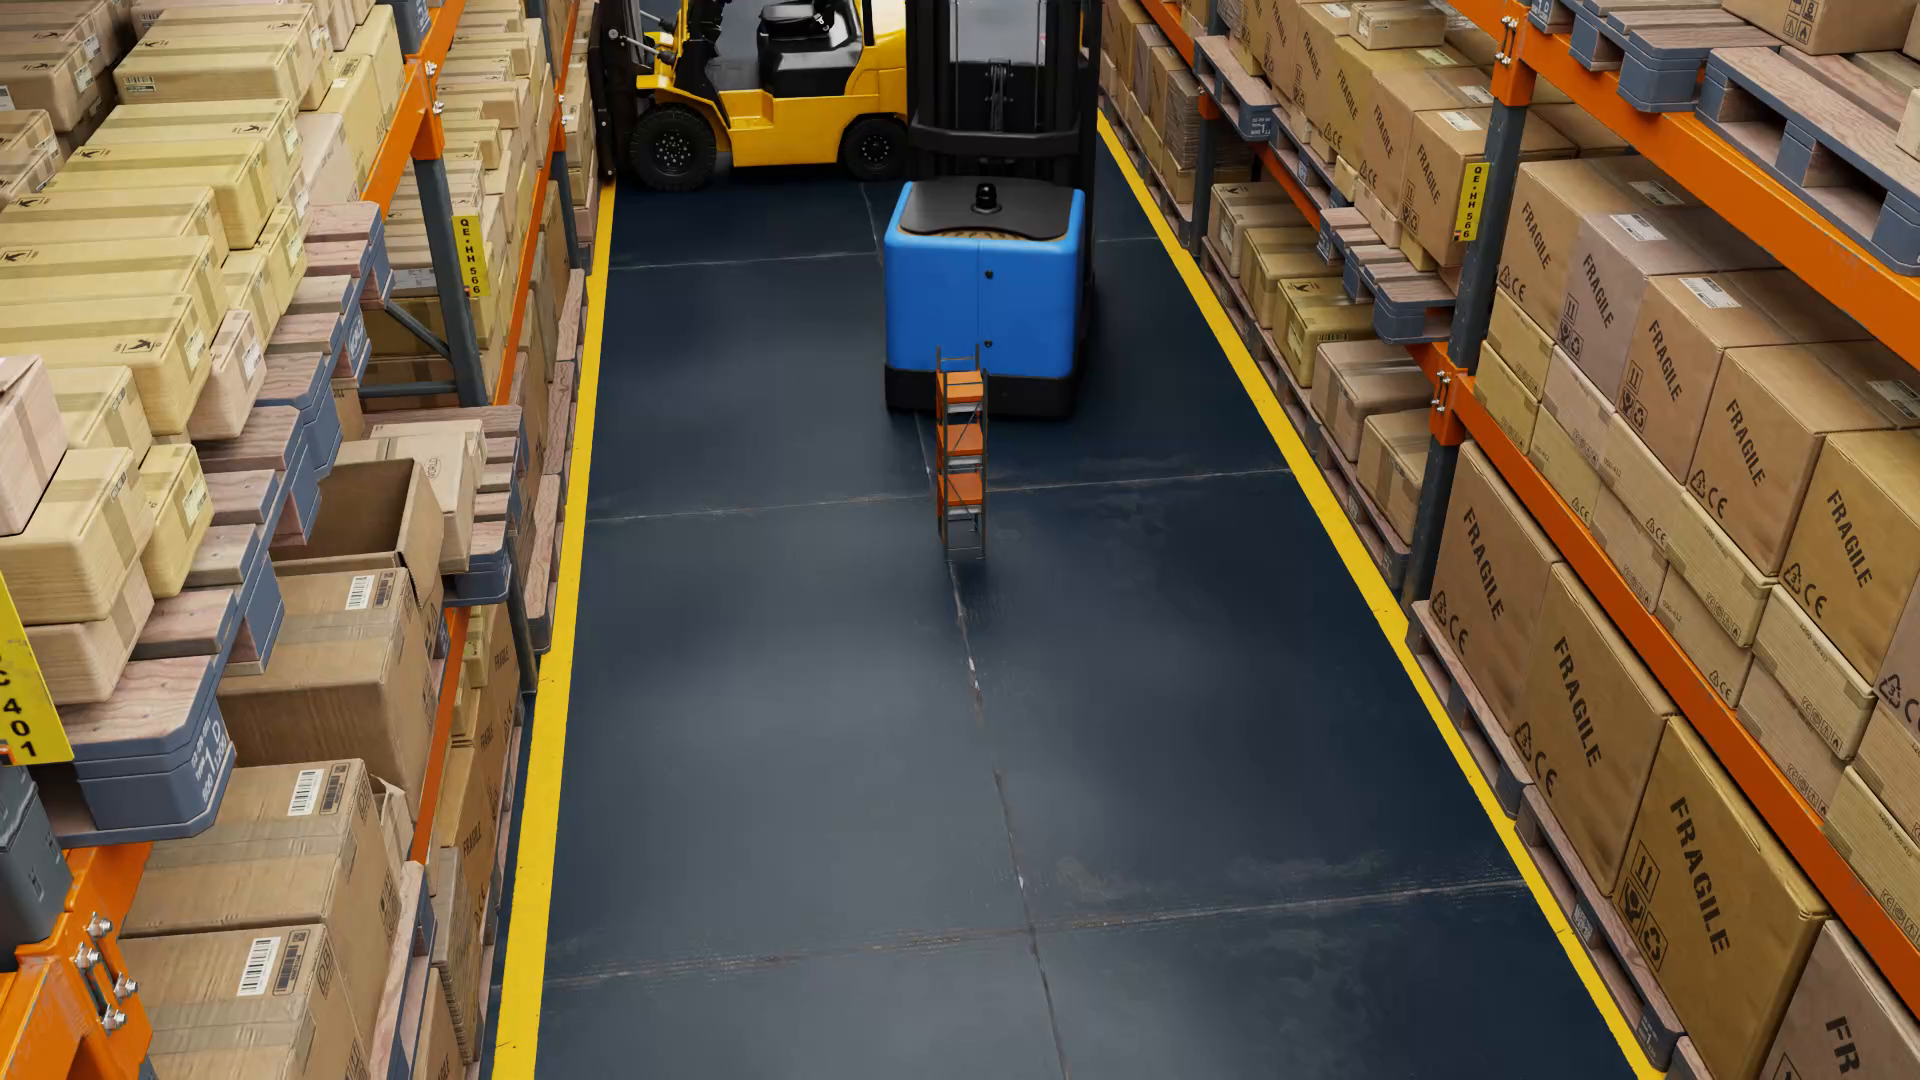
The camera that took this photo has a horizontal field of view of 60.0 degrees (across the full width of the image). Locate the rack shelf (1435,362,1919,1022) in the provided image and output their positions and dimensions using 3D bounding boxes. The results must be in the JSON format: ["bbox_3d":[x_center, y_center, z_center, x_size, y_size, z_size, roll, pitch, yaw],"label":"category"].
[{"bbox_3d":[2.835,0.475,5.528,1.077,0.370,4.000,-4,35,-6],"label":"rack shelf"}]

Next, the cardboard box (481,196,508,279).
[{"bbox_3d":[-2.236,-1.250,7.110,0.500,0.250,0.500,-3,34,-5],"label":"cardboard box"}]

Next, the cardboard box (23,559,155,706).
[{"bbox_3d":[-1.460,0.125,2.501,0.380,0.149,0.250,-4,34,-6],"label":"cardboard box"}]

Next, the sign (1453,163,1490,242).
[{"bbox_3d":[2.030,-1.337,6.591,0.100,0.325,0.005,-4,35,-6],"label":"sign"}]

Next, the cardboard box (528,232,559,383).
[{"bbox_3d":[-2.712,-1.260,9.172,0.875,0.625,0.625,-5,35,-7],"label":"cardboard box"}]

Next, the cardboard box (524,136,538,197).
[{"bbox_3d":[-2.454,-1.909,8.521,0.500,0.250,0.500,-4,34,-6],"label":"cardboard box"}]

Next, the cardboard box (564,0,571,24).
[{"bbox_3d":[-2.847,-3.673,10.887,0.500,0.500,0.500,-5,35,-7],"label":"cardboard box"}]

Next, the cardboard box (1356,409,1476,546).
[{"bbox_3d":[2.500,-0.342,8.048,0.950,0.372,0.625,-7,35,-10],"label":"cardboard box"}]

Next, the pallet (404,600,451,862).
[{"bbox_3d":[-2.086,0.604,4.870,1.003,0.211,1.213,-4,35,-6],"label":"pallet"}]

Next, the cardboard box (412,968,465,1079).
[{"bbox_3d":[-1.800,1.669,4.984,0.500,0.500,0.500,-5,35,-8],"label":"cardboard box"}]

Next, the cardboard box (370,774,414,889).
[{"bbox_3d":[-1.621,0.750,4.233,0.396,0.266,0.258,-3,34,-4],"label":"cardboard box"}]

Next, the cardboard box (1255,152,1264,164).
[{"bbox_3d":[2.216,-2.867,11.196,0.500,0.500,0.500,-3,34,-4],"label":"cardboard box"}]

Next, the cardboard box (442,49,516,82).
[{"bbox_3d":[-2.451,-2.357,8.380,0.380,0.149,0.250,-5,35,-8],"label":"cardboard box"}]

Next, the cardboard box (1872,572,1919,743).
[{"bbox_3d":[2.718,0.321,4.138,0.500,0.500,0.500,-4,34,-5],"label":"cardboard box"}]

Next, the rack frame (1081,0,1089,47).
[{"bbox_3d":[1.490,-5.402,13.514,1.000,3.000,0.127,-4,35,-6],"label":"rack frame"}]

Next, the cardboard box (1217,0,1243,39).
[{"bbox_3d":[1.807,-3.225,9.592,0.500,0.500,0.500,-4,34,-5],"label":"cardboard box"}]

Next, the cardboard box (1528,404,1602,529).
[{"bbox_3d":[2.469,-0.299,6.158,0.500,0.250,0.500,-5,35,-8],"label":"cardboard box"}]

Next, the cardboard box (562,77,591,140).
[{"bbox_3d":[-2.703,-2.822,10.909,0.500,0.250,0.500,-4,35,-6],"label":"cardboard box"}]

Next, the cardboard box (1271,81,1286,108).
[{"bbox_3d":[1.921,-2.468,9.059,0.380,0.149,0.250,-4,34,-6],"label":"cardboard box"}]

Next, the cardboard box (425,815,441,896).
[{"bbox_3d":[-1.884,1.030,5.346,0.380,0.149,0.250,-6,35,-9],"label":"cardboard box"}]

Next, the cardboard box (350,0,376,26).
[{"bbox_3d":[-2.066,-1.723,5.230,0.380,0.149,0.250,-4,34,-5],"label":"cardboard box"}]

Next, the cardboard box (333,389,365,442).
[{"bbox_3d":[-2.438,-0.476,5.823,0.500,0.500,0.500,-3,34,-4],"label":"cardboard box"}]

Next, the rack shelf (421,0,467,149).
[{"bbox_3d":[-2.621,-2.618,7.404,1.077,0.370,4.000,-4,35,-6],"label":"rack shelf"}]

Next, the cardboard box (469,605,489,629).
[{"bbox_3d":[-2.035,0.288,6.435,0.380,0.149,0.250,-6,35,-9],"label":"cardboard box"}]

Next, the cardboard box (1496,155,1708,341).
[{"bbox_3d":[2.390,-1.099,6.222,0.500,0.500,0.500,-5,35,-8],"label":"cardboard box"}]

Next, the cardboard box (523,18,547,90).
[{"bbox_3d":[-2.571,-2.682,9.211,0.500,0.250,0.500,-5,35,-7],"label":"cardboard box"}]

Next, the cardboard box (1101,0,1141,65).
[{"bbox_3d":[1.403,-3.974,12.820,0.500,0.500,0.500,-6,35,-8],"label":"cardboard box"}]

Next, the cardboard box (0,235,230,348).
[{"bbox_3d":[-1.579,-0.431,3.053,0.380,0.149,0.250,-5,35,-7],"label":"cardboard box"}]

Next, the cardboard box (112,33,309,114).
[{"bbox_3d":[-1.838,-1.132,4.099,0.380,0.149,0.250,-4,35,-6],"label":"cardboard box"}]

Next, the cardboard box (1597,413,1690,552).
[{"bbox_3d":[2.513,-0.214,5.589,0.500,0.250,0.500,-4,35,-7],"label":"cardboard box"}]

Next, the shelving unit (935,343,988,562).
[{"bbox_3d":[0.007,-0.404,7.911,0.215,1.050,0.252,-4,35,-6],"label":"shelving unit"}]

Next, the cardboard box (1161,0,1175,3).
[{"bbox_3d":[1.543,-3.789,11.370,0.380,0.149,0.250,-5,35,-7],"label":"cardboard box"}]

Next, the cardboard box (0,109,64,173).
[{"bbox_3d":[-2.203,-0.818,3.620,0.380,0.149,0.250,-4,34,-5],"label":"cardboard box"}]

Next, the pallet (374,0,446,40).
[{"bbox_3d":[-2.532,-2.093,6.162,1.213,0.211,1.003,-3,34,-4],"label":"pallet"}]

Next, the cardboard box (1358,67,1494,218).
[{"bbox_3d":[2.149,-1.796,7.496,0.500,0.500,0.500,-5,35,-7],"label":"cardboard box"}]

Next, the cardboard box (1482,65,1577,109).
[{"bbox_3d":[2.658,-1.835,7.553,0.500,0.500,0.500,-3,34,-4],"label":"cardboard box"}]

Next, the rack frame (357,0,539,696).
[{"bbox_3d":[-2.352,-0.560,6.408,1.000,3.000,0.127,-4,35,-6],"label":"rack frame"}]

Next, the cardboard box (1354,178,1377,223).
[{"bbox_3d":[2.077,-1.595,7.777,0.380,0.149,0.250,-6,35,-9],"label":"cardboard box"}]

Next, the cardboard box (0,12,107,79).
[{"bbox_3d":[-2.430,-1.231,4.243,0.380,0.149,0.250,-5,35,-7],"label":"cardboard box"}]

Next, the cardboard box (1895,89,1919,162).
[{"bbox_3d":[2.701,-1.066,4.322,0.380,0.166,0.250,-2,34,-2],"label":"cardboard box"}]

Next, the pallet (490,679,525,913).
[{"bbox_3d":[-2.289,1.012,6.578,1.003,0.211,1.213,-4,35,-6],"label":"pallet"}]

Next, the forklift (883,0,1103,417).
[{"bbox_3d":[0.271,-2.699,9.608,1.130,2.935,3.031,4,34,6],"label":"forklift"}]

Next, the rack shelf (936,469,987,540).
[{"bbox_3d":[0.007,-0.166,8.073,0.215,0.259,0.240,-4,35,-6],"label":"rack shelf"}]

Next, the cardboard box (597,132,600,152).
[{"bbox_3d":[-2.844,-2.977,12.024,0.500,0.250,0.500,-3,34,-5],"label":"cardboard box"}]

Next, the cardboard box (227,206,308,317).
[{"bbox_3d":[-1.625,-0.587,3.546,0.380,0.149,0.250,-4,34,-5],"label":"cardboard box"}]

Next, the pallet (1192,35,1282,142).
[{"bbox_3d":[1.987,-2.653,9.650,1.003,0.211,1.213,-4,35,-6],"label":"pallet"}]

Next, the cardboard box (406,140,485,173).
[{"bbox_3d":[-2.311,-1.643,7.332,0.380,0.149,0.250,-4,34,-6],"label":"cardboard box"}]

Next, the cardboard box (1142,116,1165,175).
[{"bbox_3d":[1.601,-2.813,11.783,0.500,0.250,0.500,-5,35,-8],"label":"cardboard box"}]

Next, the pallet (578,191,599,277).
[{"bbox_3d":[-2.956,-2.087,11.125,1.003,0.211,1.213,-4,35,-6],"label":"pallet"}]
